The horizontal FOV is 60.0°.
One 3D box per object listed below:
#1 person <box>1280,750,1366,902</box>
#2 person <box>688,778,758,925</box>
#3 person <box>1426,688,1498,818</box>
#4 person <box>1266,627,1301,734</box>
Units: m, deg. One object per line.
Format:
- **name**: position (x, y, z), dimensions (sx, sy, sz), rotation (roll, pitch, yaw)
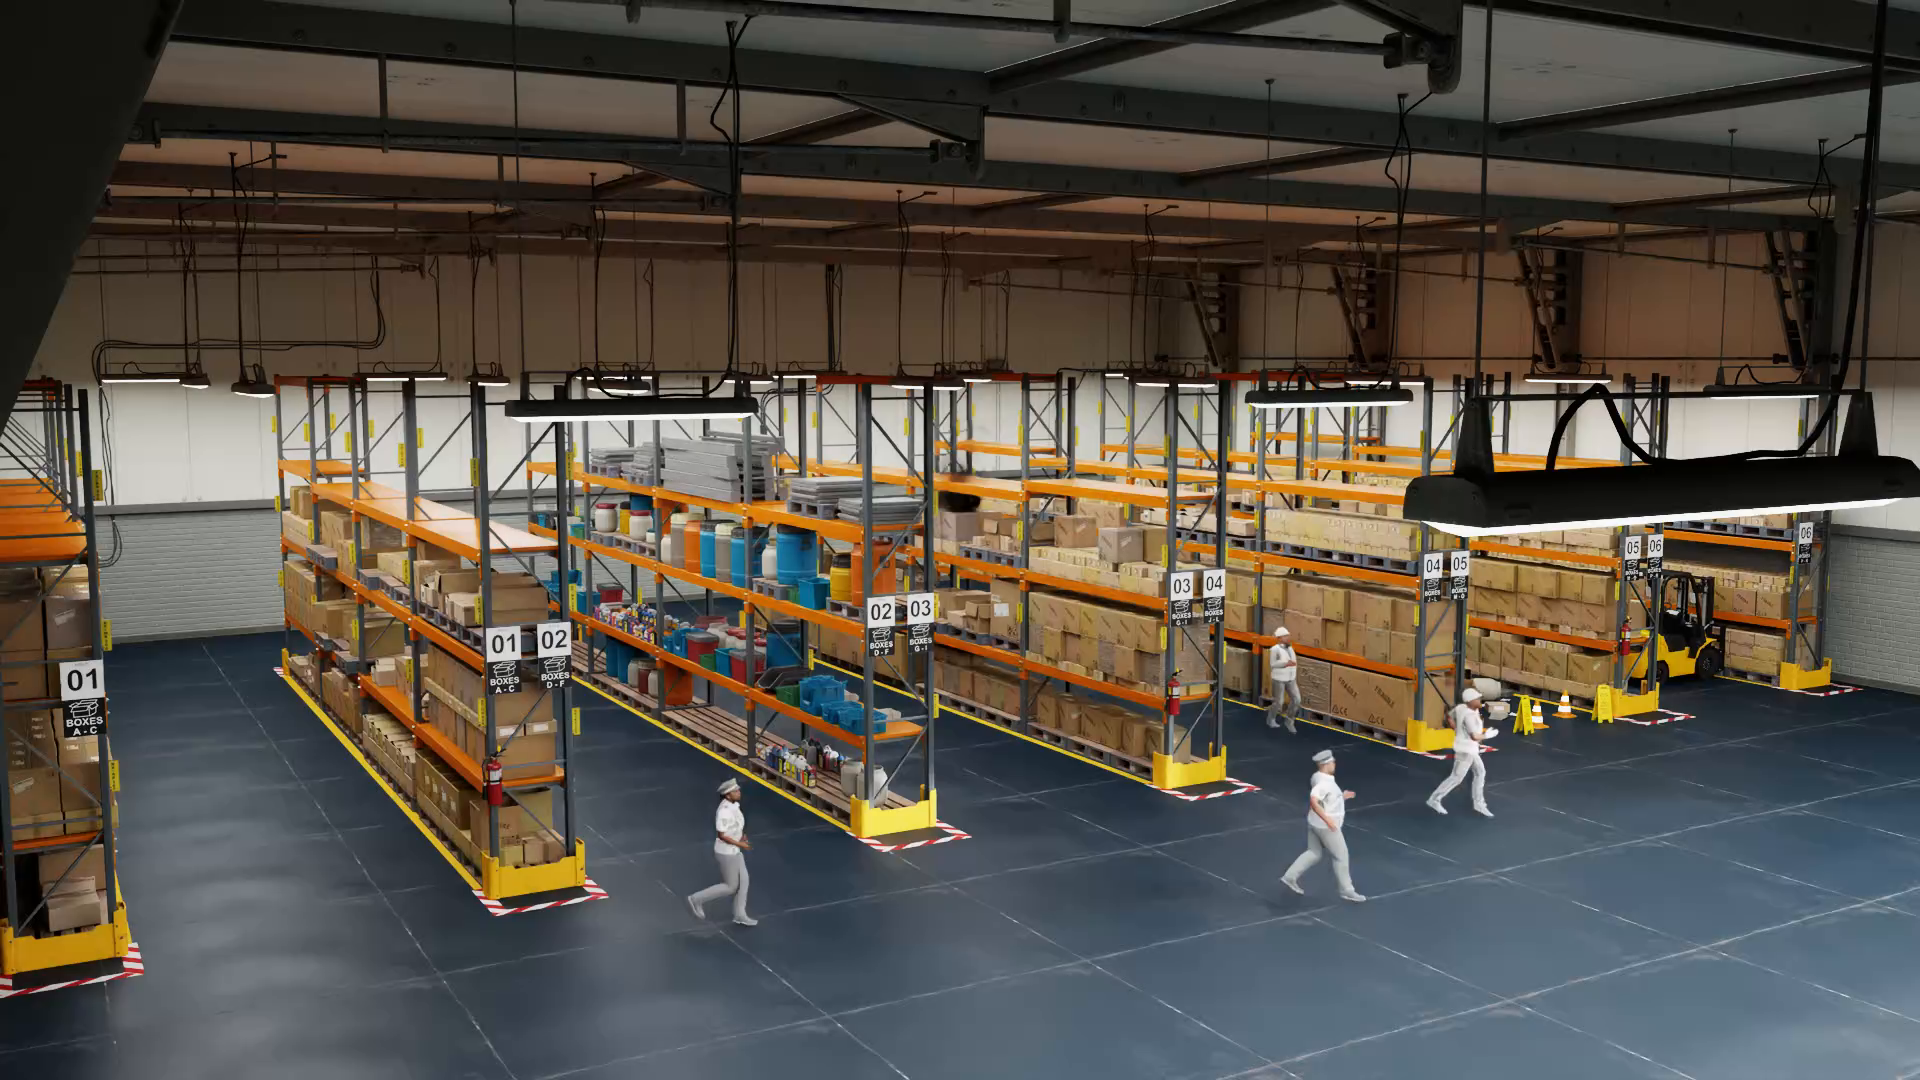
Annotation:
- **person**: position (4.254, 3.314, 19.338), dimensions (0.955, 1.782, 0.658), rotation (-1, 6, -6)
- **person**: position (-2.643, 3.483, 18.597), dimensions (0.756, 1.696, 0.585), rotation (0, 6, 0)
- **person**: position (6.919, 2.939, 22.937), dimensions (0.929, 1.828, 0.695), rotation (1, 6, 10)
- **person**: position (5.491, 2.381, 28.135), dimensions (0.637, 1.814, 0.711), rotation (-4, 7, -31)
